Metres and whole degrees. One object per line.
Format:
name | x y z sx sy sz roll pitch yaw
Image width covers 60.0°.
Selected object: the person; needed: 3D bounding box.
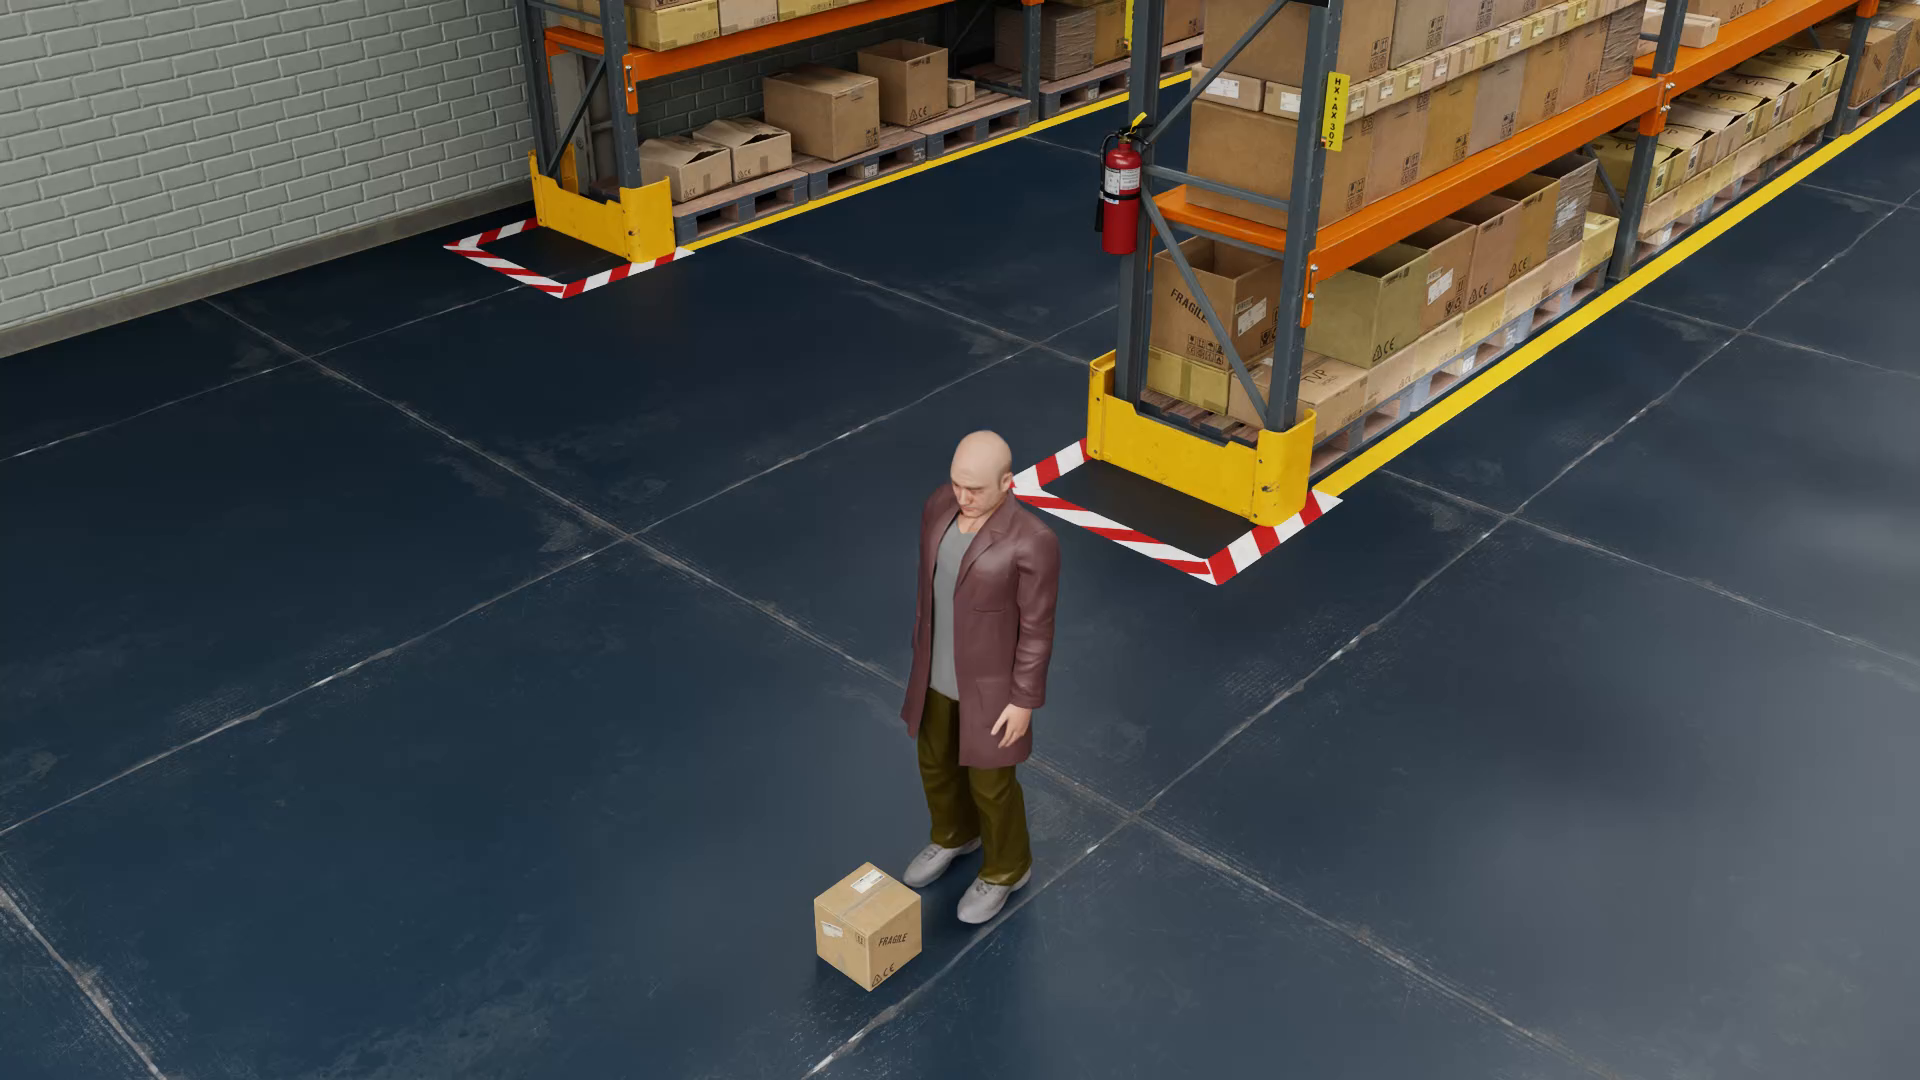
person | 0.050 0.453 5.408 0.562 1.782 0.388 26 39 36
